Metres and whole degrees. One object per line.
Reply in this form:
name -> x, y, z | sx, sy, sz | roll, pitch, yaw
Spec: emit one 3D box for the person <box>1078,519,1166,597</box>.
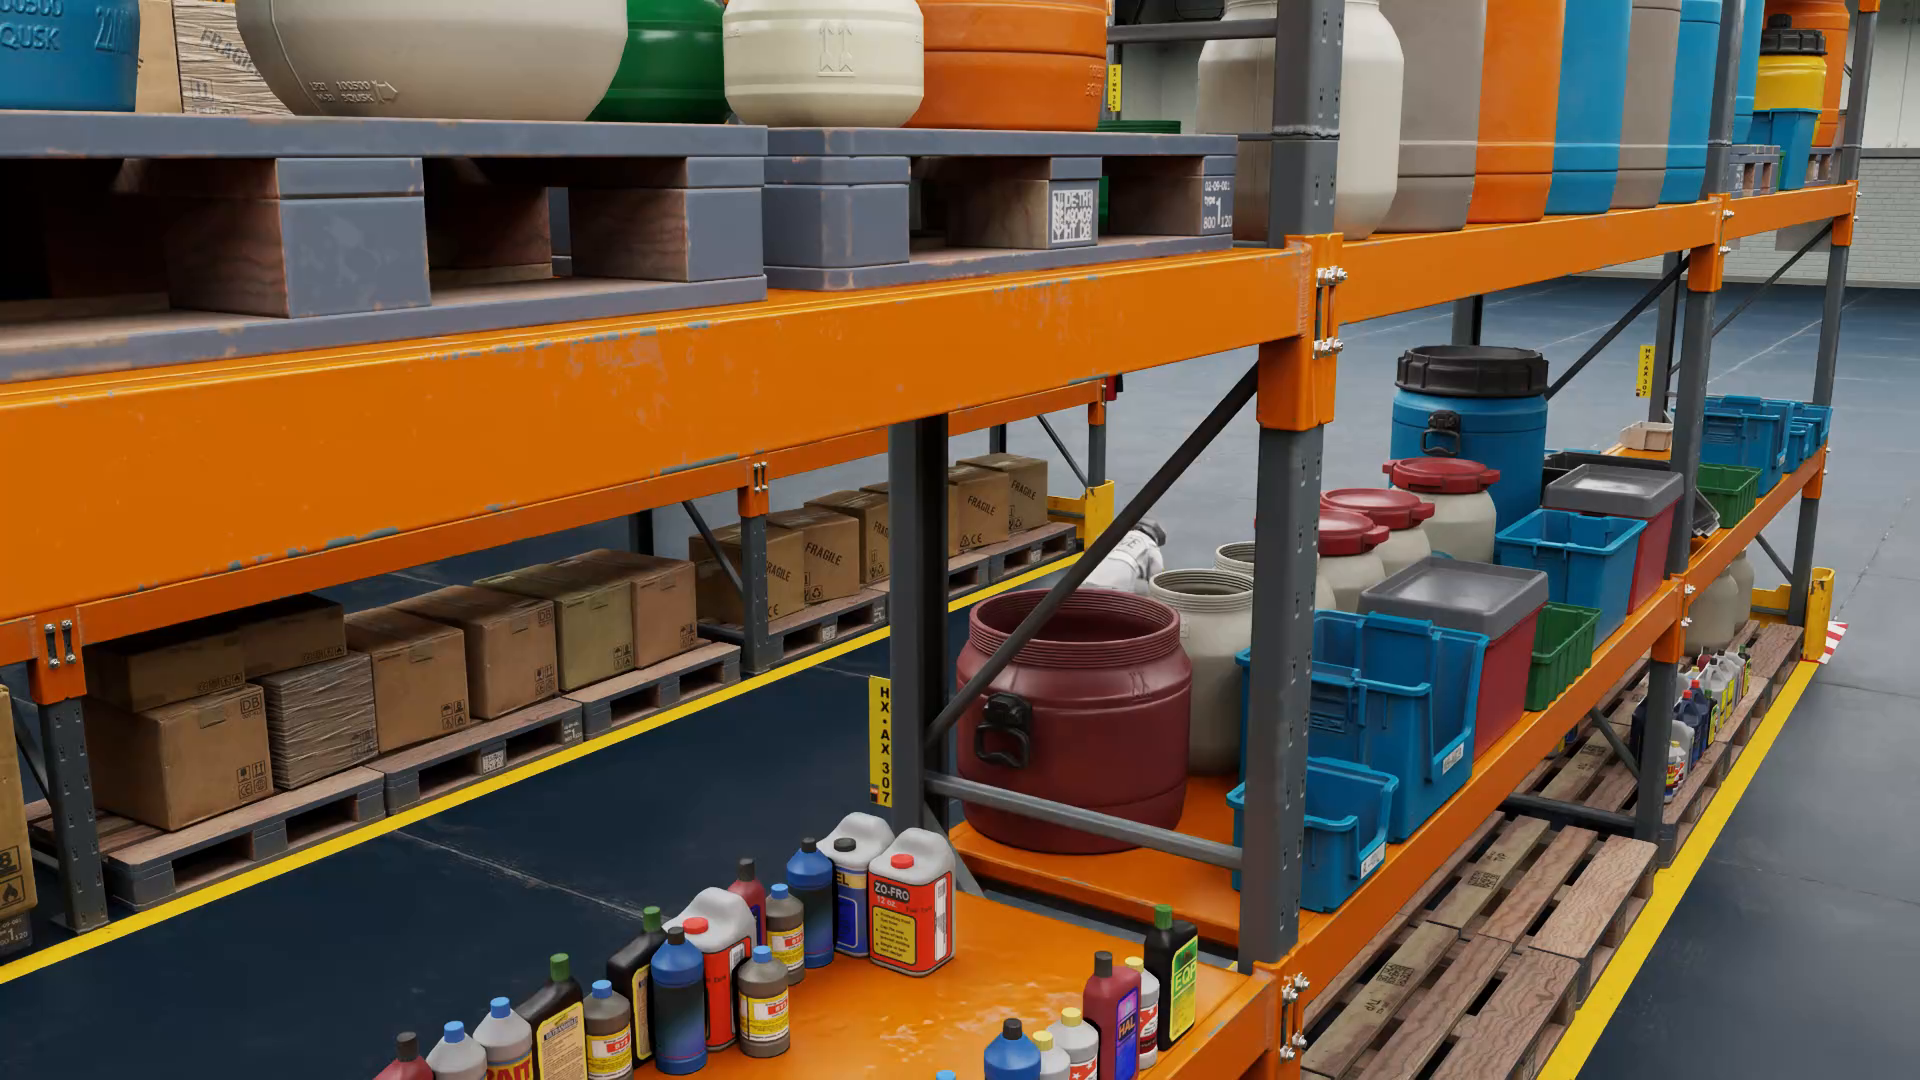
person -> 1.012, 0.308, 10.197 | 0.450, 0.772, 0.920 | 8, 15, 32
